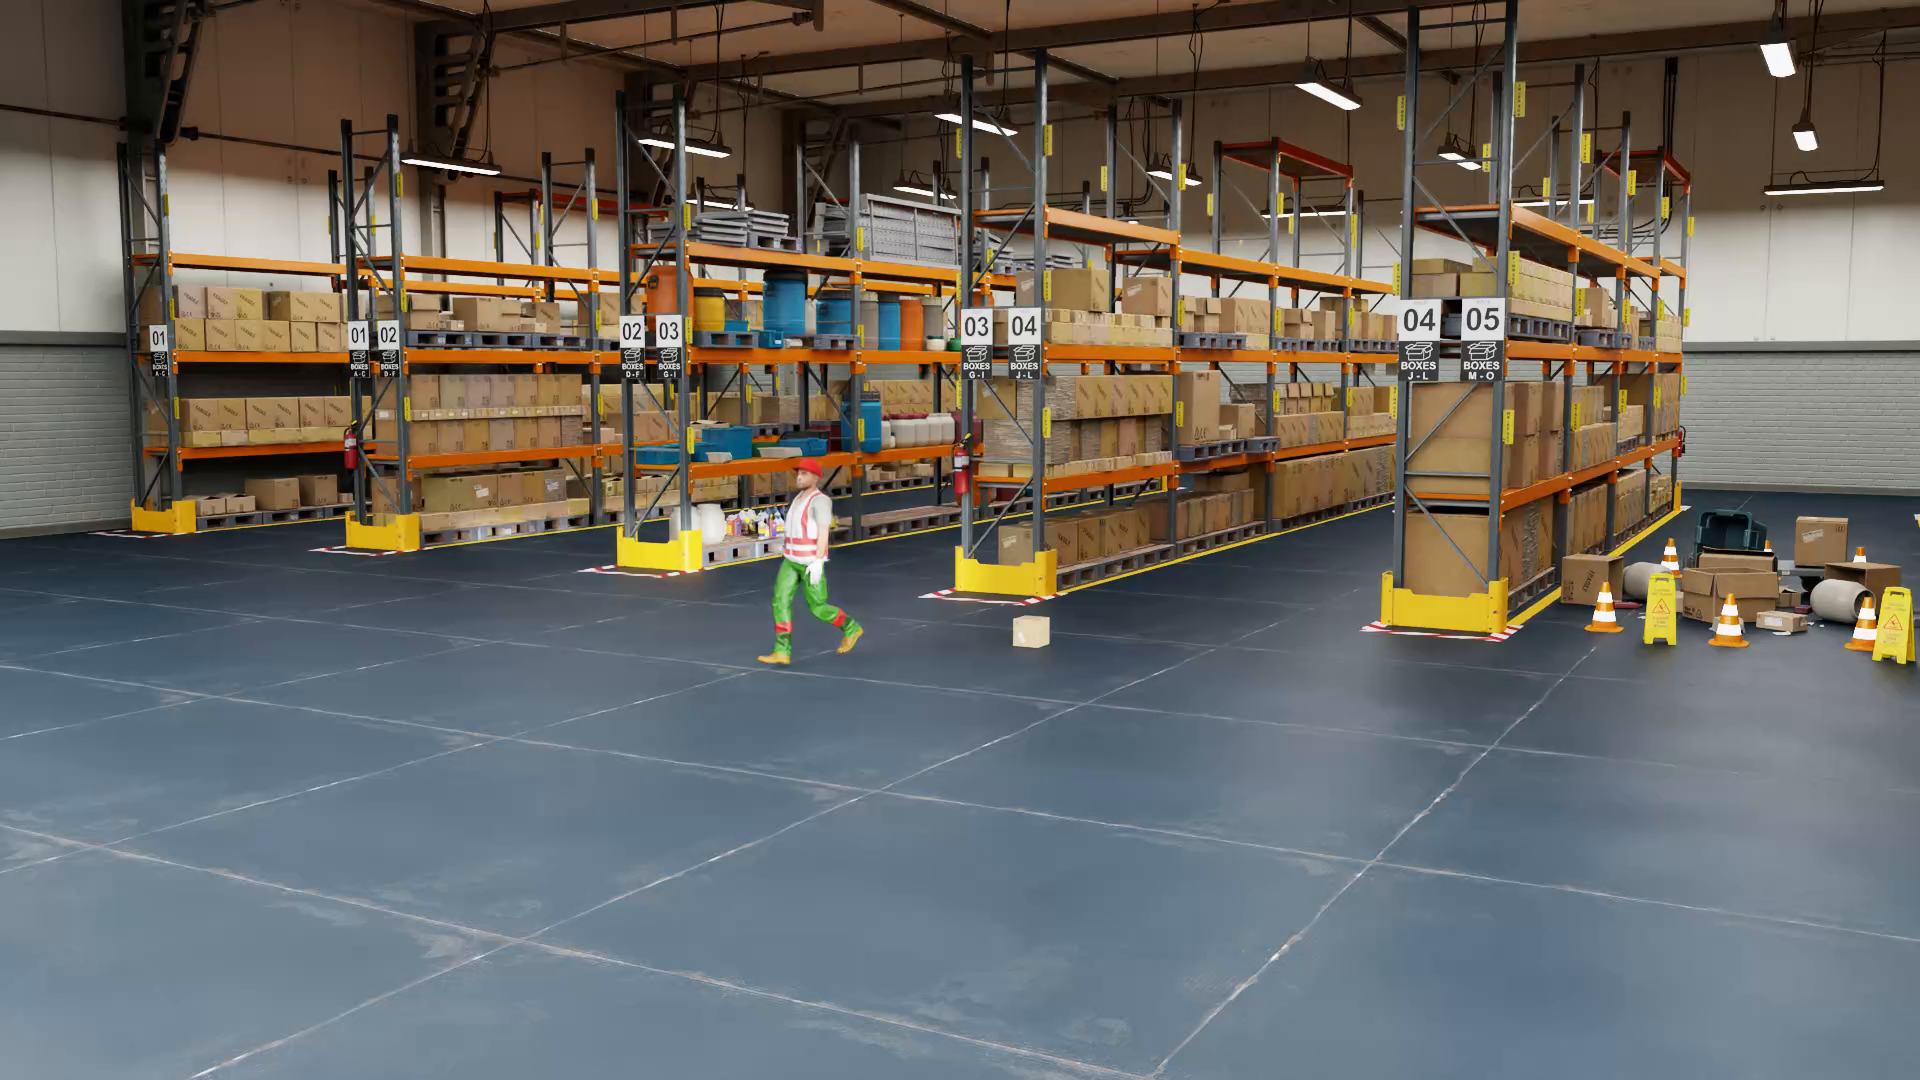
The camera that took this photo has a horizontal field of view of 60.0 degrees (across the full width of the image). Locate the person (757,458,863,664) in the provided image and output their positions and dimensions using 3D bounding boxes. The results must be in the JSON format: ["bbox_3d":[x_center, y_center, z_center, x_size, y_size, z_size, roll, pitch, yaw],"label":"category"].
[{"bbox_3d":[-1.284,0.179,14.213,0.957,1.750,0.579,-5,8,-40],"label":"person"}]
